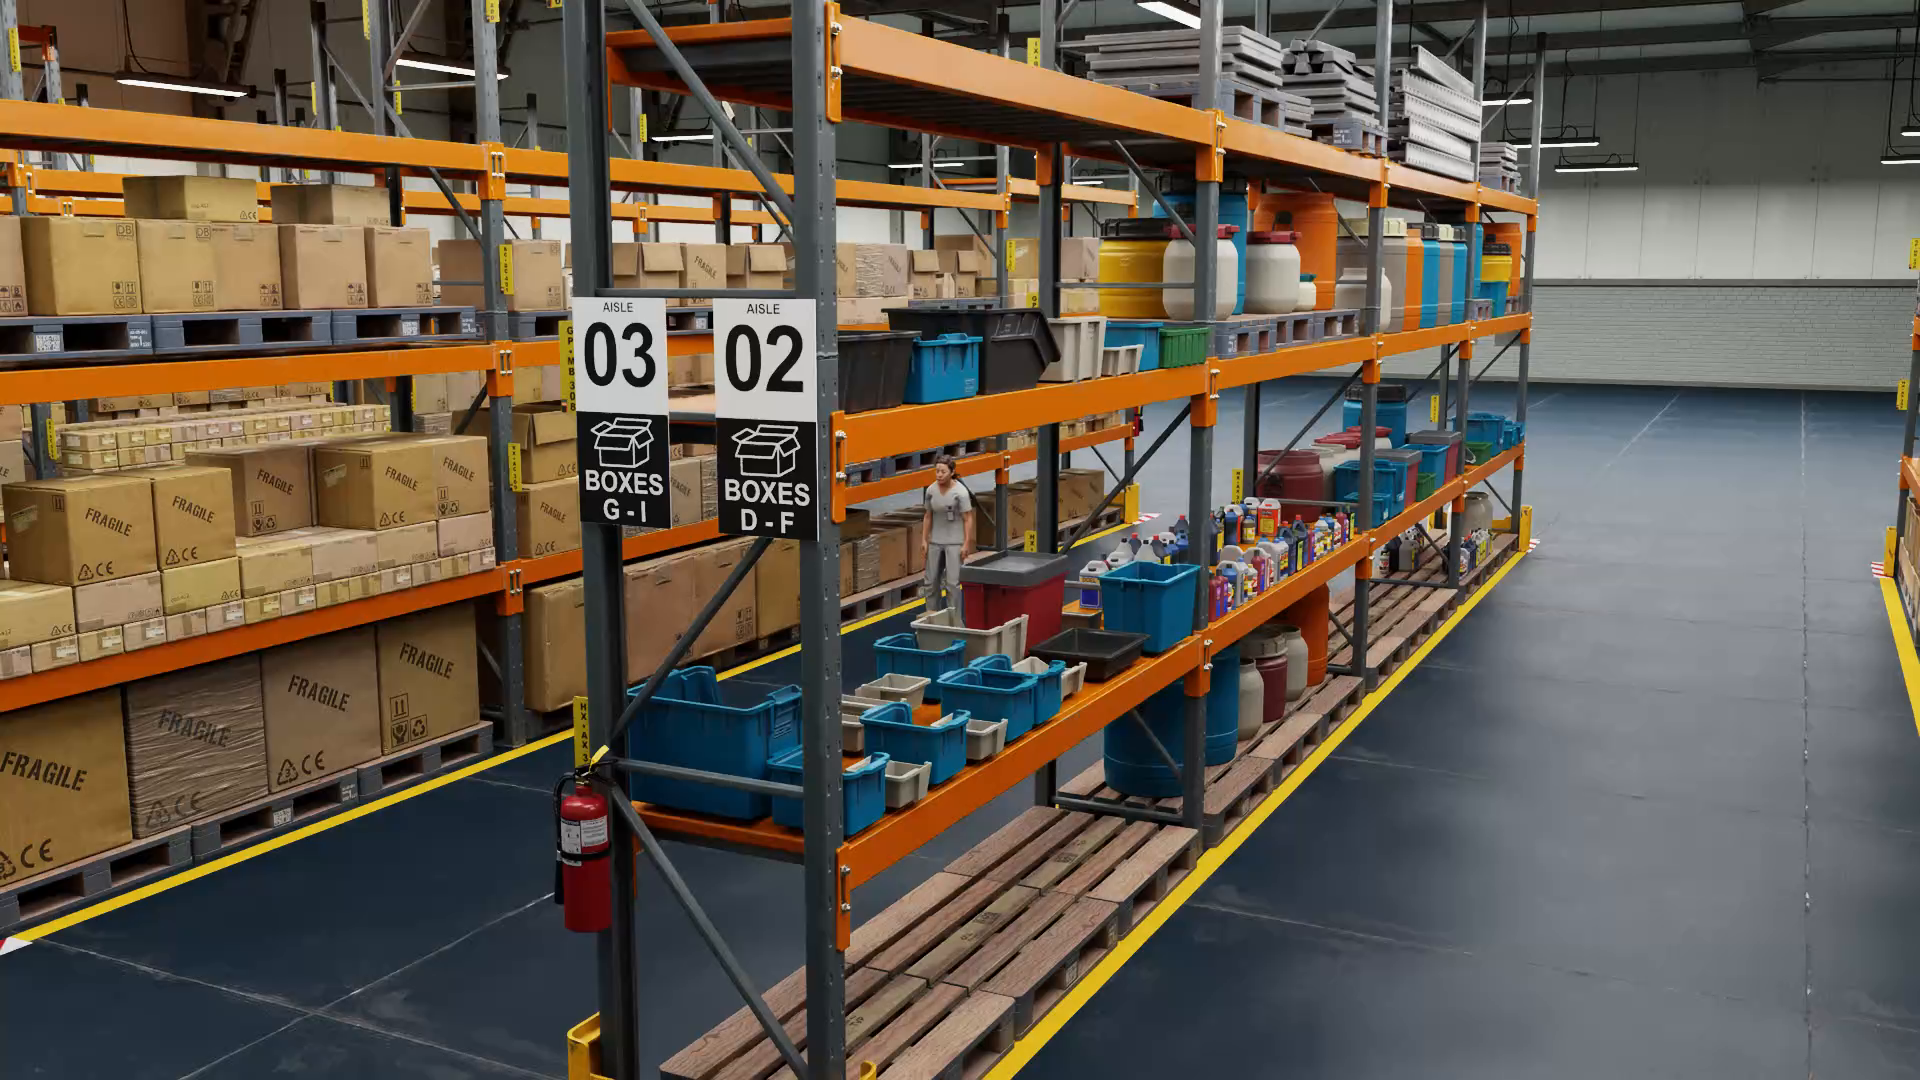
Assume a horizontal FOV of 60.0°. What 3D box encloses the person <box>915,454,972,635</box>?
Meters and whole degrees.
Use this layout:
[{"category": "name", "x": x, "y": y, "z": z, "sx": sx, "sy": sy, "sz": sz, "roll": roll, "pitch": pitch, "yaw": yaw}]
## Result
[{"category": "person", "x": -0.138, "y": 0.055, "z": 15.030, "sx": 0.489, "sy": 1.673, "sz": 0.404, "roll": 4, "pitch": 10, "yaw": 26}]
